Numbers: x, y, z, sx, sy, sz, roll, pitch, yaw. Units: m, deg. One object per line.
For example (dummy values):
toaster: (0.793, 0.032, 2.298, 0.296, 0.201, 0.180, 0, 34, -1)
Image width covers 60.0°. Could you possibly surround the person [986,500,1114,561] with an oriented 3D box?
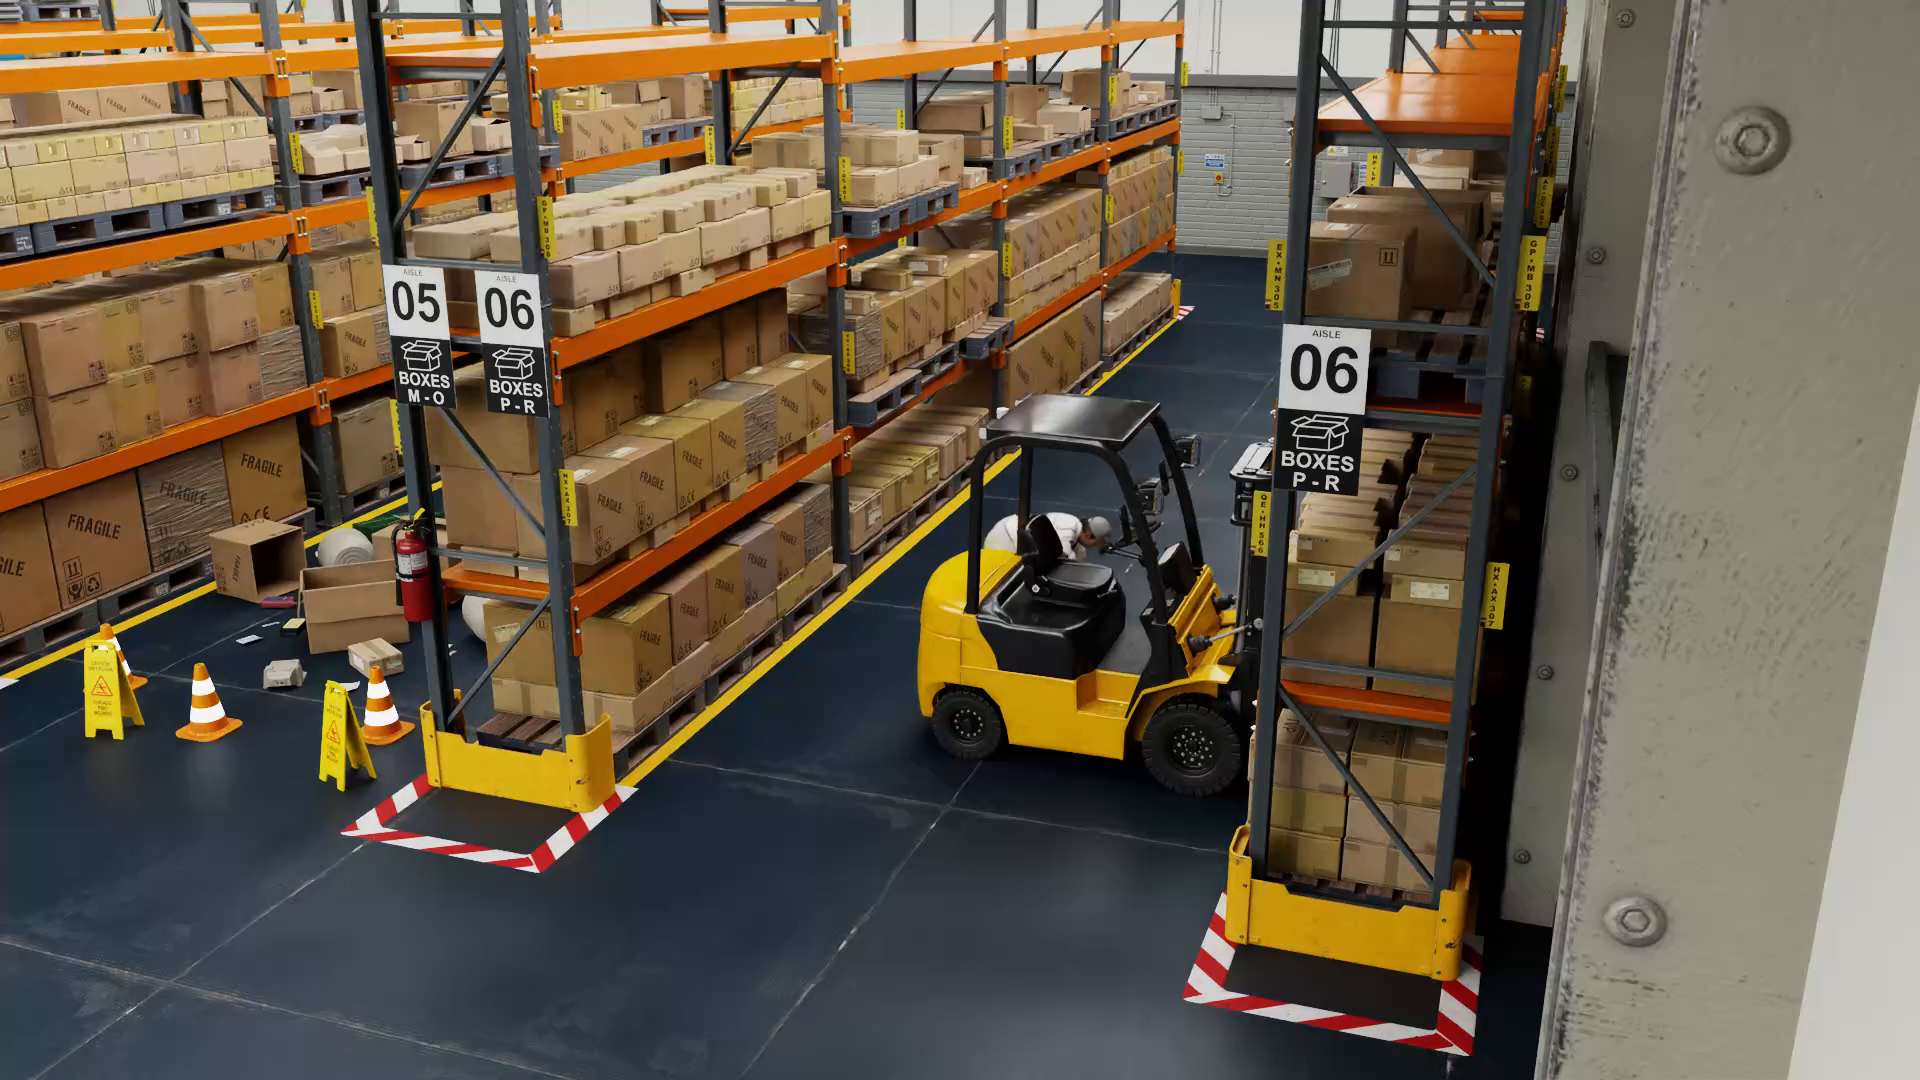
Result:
person: (0.662, 0.213, 12.301, 0.929, 1.110, 0.487, 5, 20, 16)
